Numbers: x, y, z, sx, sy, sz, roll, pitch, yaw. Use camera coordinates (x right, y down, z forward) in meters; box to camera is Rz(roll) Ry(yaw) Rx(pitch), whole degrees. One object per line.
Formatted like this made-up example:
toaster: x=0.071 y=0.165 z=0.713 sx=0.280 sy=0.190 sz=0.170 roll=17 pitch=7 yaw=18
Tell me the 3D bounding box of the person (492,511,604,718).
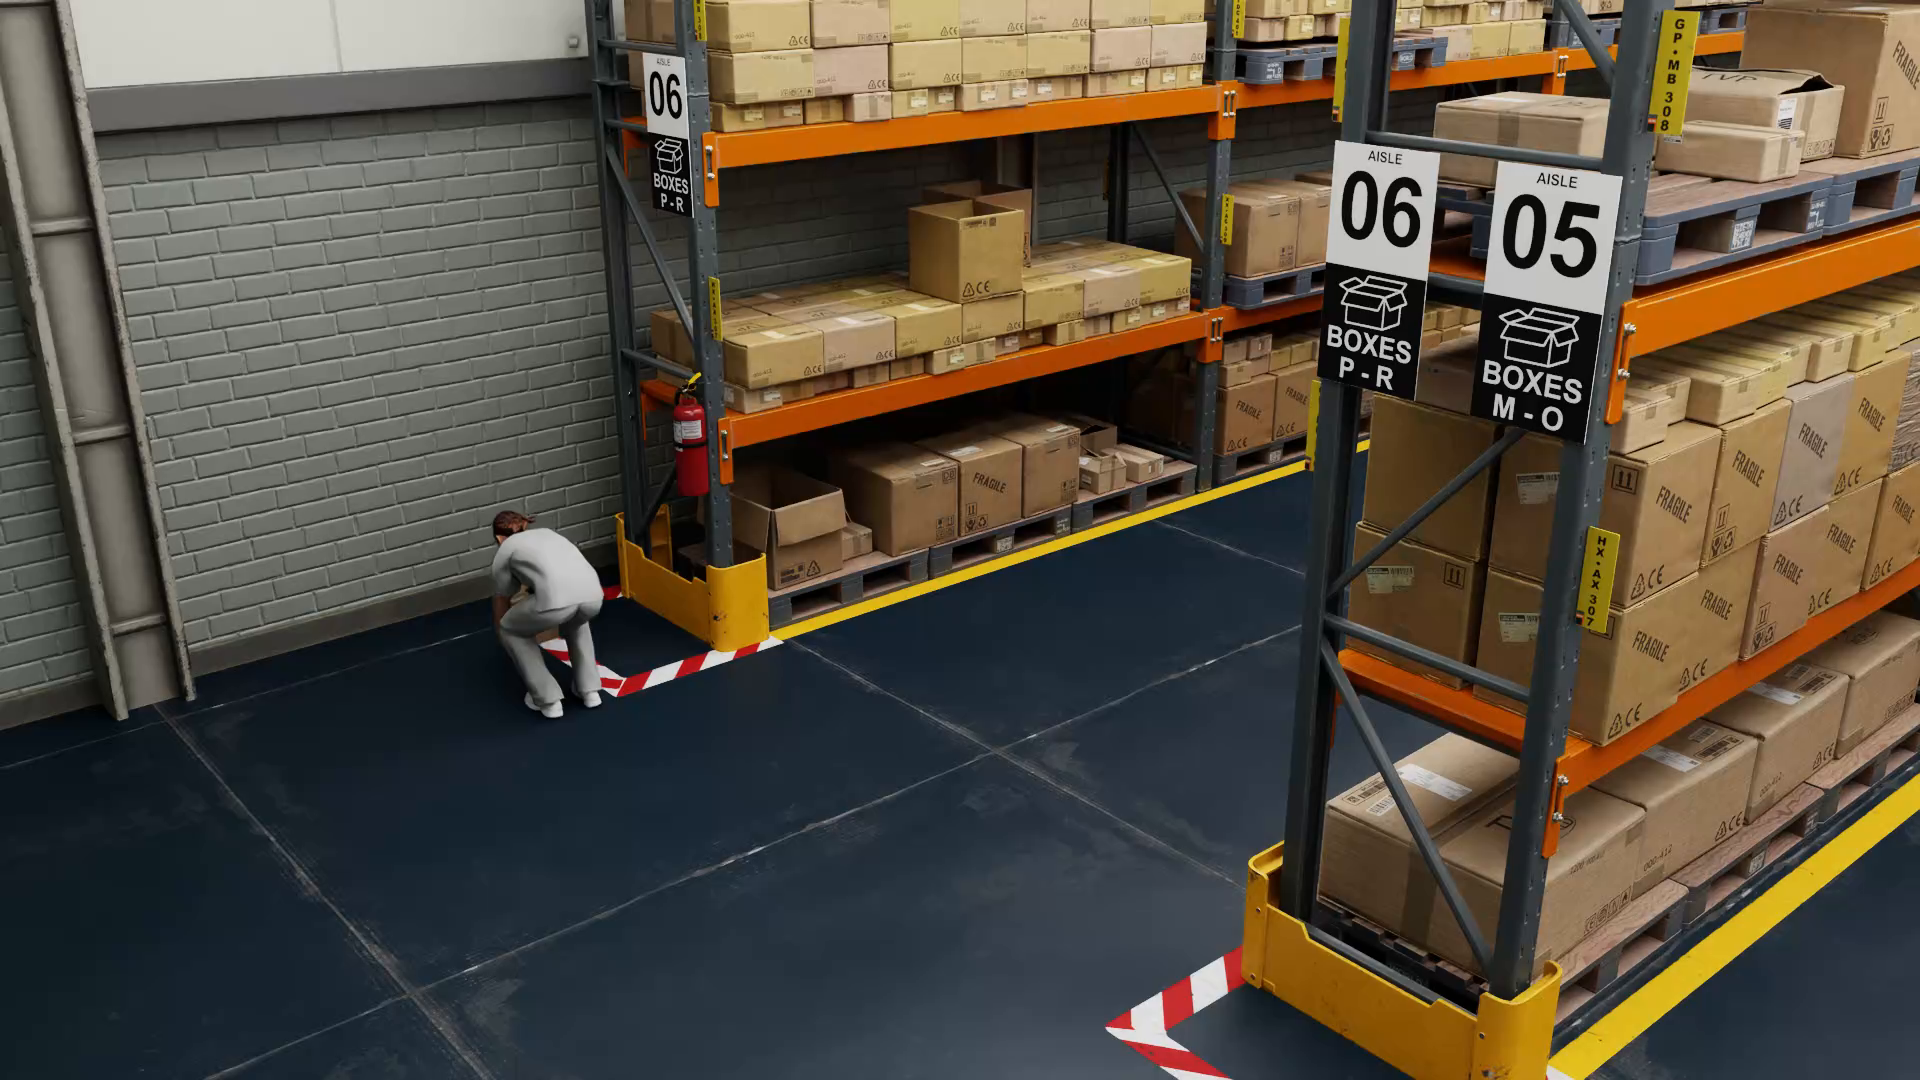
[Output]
person: x=-2.159 y=0.374 z=8.639 sx=0.477 sy=0.940 sz=0.859 roll=-16 pitch=26 yaw=-35
